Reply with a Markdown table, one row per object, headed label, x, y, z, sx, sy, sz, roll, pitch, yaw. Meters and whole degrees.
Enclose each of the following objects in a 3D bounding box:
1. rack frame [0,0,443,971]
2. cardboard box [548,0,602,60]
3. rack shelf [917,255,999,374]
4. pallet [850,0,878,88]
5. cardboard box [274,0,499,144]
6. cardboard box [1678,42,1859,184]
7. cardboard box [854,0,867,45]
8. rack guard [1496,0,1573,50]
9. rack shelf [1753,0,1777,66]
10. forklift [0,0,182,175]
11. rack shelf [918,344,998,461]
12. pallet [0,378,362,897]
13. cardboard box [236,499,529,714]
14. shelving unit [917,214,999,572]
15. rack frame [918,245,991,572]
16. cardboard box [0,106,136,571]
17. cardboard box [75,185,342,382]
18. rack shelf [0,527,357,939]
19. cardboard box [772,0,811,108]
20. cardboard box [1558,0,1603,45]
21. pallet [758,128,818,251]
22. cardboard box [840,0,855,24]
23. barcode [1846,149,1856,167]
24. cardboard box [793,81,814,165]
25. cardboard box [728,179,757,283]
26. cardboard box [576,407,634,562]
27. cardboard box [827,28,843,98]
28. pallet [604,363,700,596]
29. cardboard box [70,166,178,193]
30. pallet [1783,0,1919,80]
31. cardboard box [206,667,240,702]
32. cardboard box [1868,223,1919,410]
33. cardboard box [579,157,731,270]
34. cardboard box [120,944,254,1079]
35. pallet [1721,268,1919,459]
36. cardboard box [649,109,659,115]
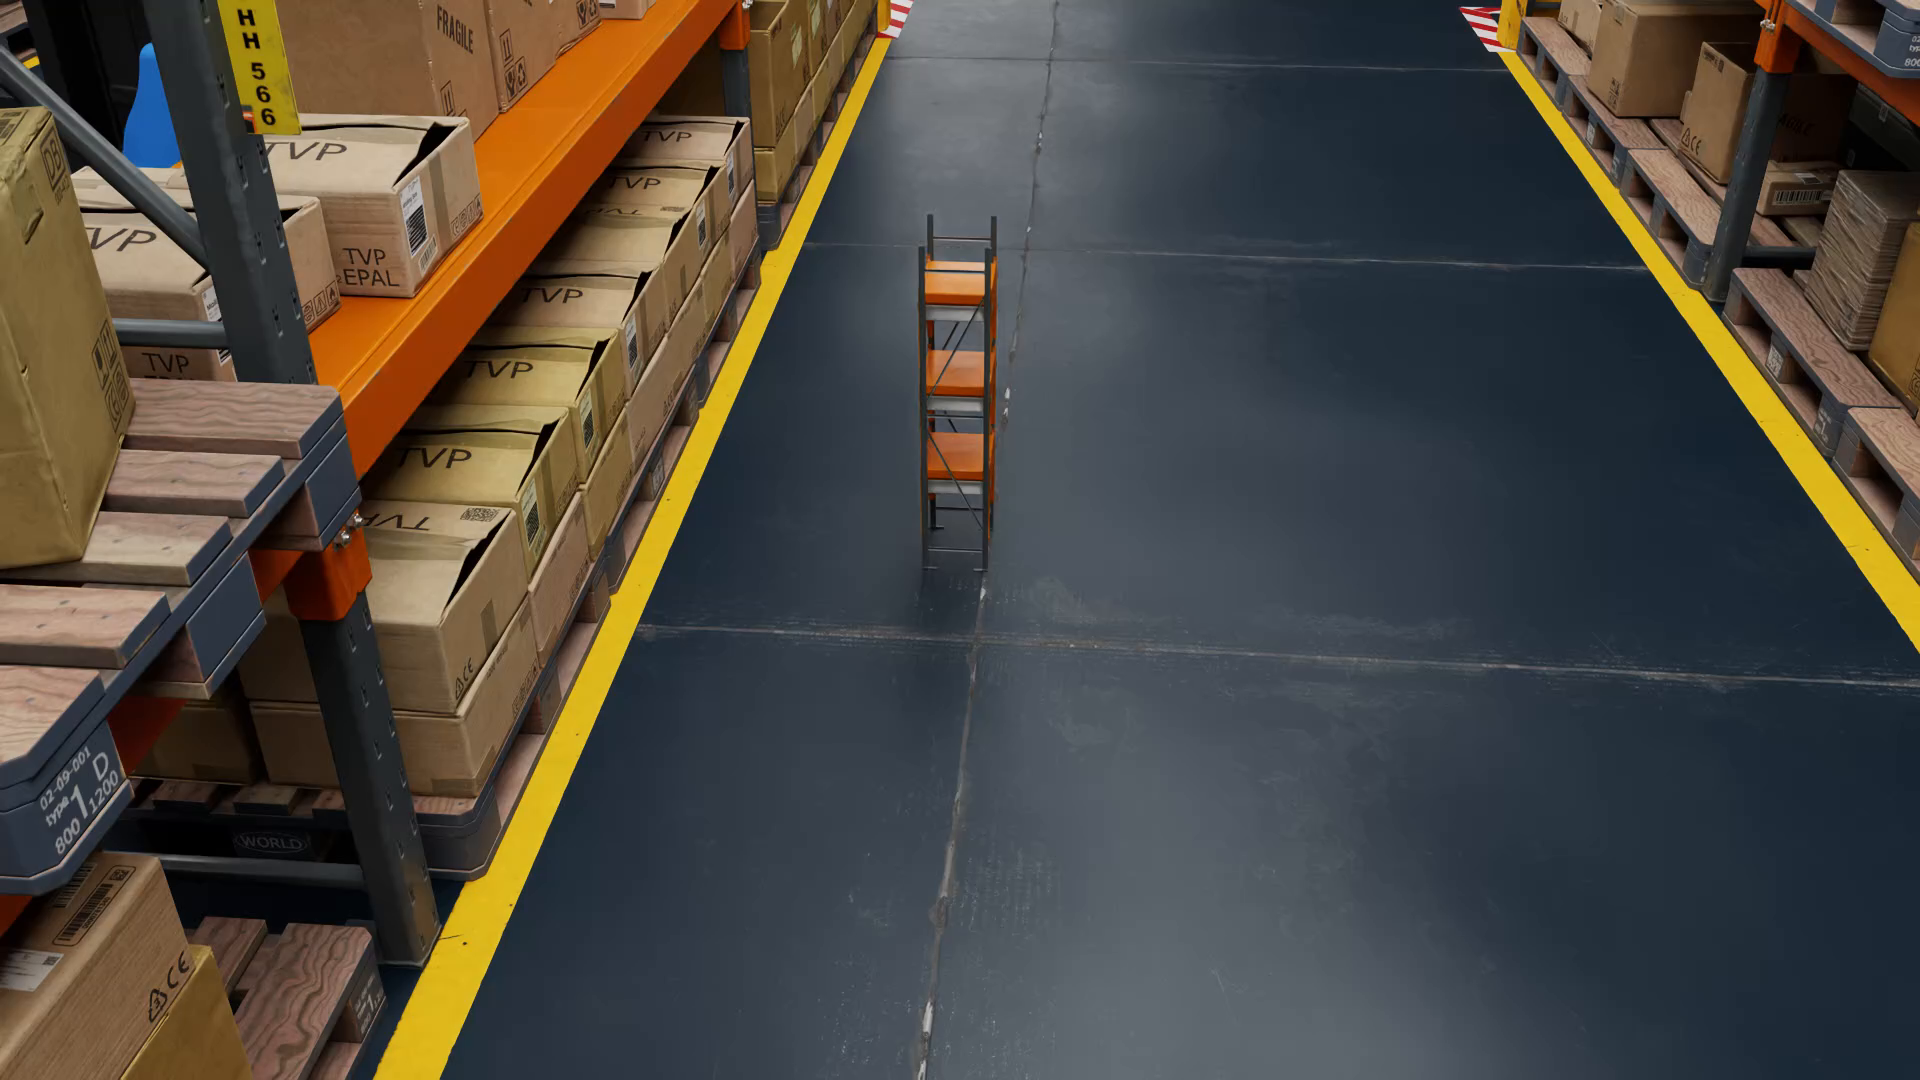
| label | x | y | z | sx | sy | sz | roll | pitch | yaw |
| --- | --- | --- | --- | --- | --- | --- | --- | --- | --- |
| rack frame | -1.686 | -0.374 | 2.998 | 1.000 | 3.000 | 0.127 | 2 | 32 | 4 |
| cardboard box | -1.482 | -1.832 | 5.268 | 0.500 | 0.500 | 0.500 | 5 | 32 | 8 |
| rack shelf | -0.004 | -0.652 | 4.786 | 0.215 | 0.259 | 0.240 | 2 | 32 | 4 |
| pallet | -1.055 | -2.968 | 9.865 | 1.003 | 0.211 | 1.213 | 2 | 32 | 4 |
| cardboard box | -1.566 | -1.294 | 4.396 | 0.500 | 0.500 | 0.500 | 1 | 32 | 1 |
| cardboard box | 3.622 | -1.923 | 7.475 | 0.500 | 0.500 | 0.500 | 0 | 32 | 0 |
| cardboard box | -0.813 | -3.010 | 9.496 | 0.500 | 0.250 | 0.500 | 2 | 32 | 4 |
| rack guard | 3.896 | -3.244 | 10.037 | 1.175 | 0.500 | 0.348 | 2 | 32 | 4 |
| rack shelf | 3.740 | -2.995 | 7.937 | 1.077 | 0.370 | 4.000 | 2 | 32 | 4 |
| forklift | -3.513 | -2.566 | 6.619 | 3.031 | 2.935 | 1.130 | 13 | 34 | 20 |
| rack shelf | -0.004 | -0.410 | 4.935 | 0.215 | 0.259 | 0.240 | 2 | 32 | 4 |
| pallet | -1.671 | 0.065 | 2.468 | 1.213 | 0.211 | 1.003 | 2 | 32 | 4 |
| cardboard box | -1.351 | 0.118 | 3.886 | 0.500 | 0.311 | 0.500 | 3 | 32 | 6 |
| shelving unit | -0.004 | -0.419 | 4.929 | 0.215 | 1.050 | 0.252 | 2 | 32 | 4 |
| rack frame | -0.014 | -0.355 | 4.826 | 0.200 | 1.050 | 0.008 | 2 | 32 | 4 |
| cardboard box | -1.625 | -0.261 | 2.319 | 0.700 | 0.500 | 0.500 | -8 | 33 | -13 |
| cardboard box | -1.613 | -0.524 | 3.326 | 0.500 | 0.311 | 0.500 | 4 | 32 | 7 |
| rack shelf | -1.849 | 0.978 | 1.489 | 1.077 | 0.370 | 4.000 | 2 | 32 | 4 |
| cardboard box | -0.978 | -2.284 | 7.603 | 0.500 | 0.500 | 0.500 | 2 | 32 | 4 |
| cardboard box | 3.757 | -3.032 | 9.454 | 0.500 | 0.311 | 0.500 | -1 | 32 | -2 |
| pallet | -1.254 | -1.692 | 7.795 | 1.003 | 0.211 | 1.213 | 2 | 32 | 4 |
| cardboard box | -0.849 | -3.068 | 8.875 | 0.500 | 0.500 | 0.500 | 2 | 32 | 4 |
| barcode | 3.945 | -1.691 | 7.366 | 0.001 | 0.075 | 0.075 | 2 | 32 | 4 |
| cardboard box | -0.975 | -1.964 | 7.799 | 0.500 | 0.250 | 0.500 | 2 | 32 | 4 |
| cardboard box | -1.105 | -1.244 | 6.631 | 0.500 | 0.250 | 0.500 | 2 | 32 | 4 |
| cardboard box | -1.275 | -0.178 | 4.901 | 0.500 | 0.250 | 0.500 | 2 | 32 | 3 |
| cardboard box | -0.894 | -2.487 | 8.648 | 0.500 | 0.250 | 0.500 | 2 | 32 | 4 |
| pallet | -1.478 | -0.252 | 5.457 | 1.003 | 0.211 | 1.213 | 2 | 32 | 4 |
| cardboard box | -1.888 | -0.749 | 3.846 | 0.380 | 0.149 | 0.250 | 2 | 32 | 4 |
| pallet | 3.370 | -1.781 | 5.463 | 1.003 | 0.211 | 1.213 | 2 | 32 | 4 |
| cardboard box | -1.889 | 0.095 | 3.923 | 0.500 | 0.311 | 0.500 | 3 | 32 | 5 |
| cardboard box | 3.542 | -0.721 | 5.524 | 0.700 | 0.500 | 0.500 | 2 | 32 | 3 |
| cardboard box | -1.144 | -1.216 | 6.050 | 0.500 | 0.311 | 0.500 | 3 | 32 | 5 |
| cardboard box | -1.528 | 1.002 | 2.728 | 0.500 | 0.500 | 0.500 | 4 | 32 | 6 |
| pallet | 3.515 | -0.662 | 6.122 | 1.003 | 0.211 | 1.213 | 2 | 32 | 4 |
| cardboard box | -1.541 | -1.725 | 7.411 | 0.500 | 0.250 | 0.500 | 2 | 32 | 4 |
